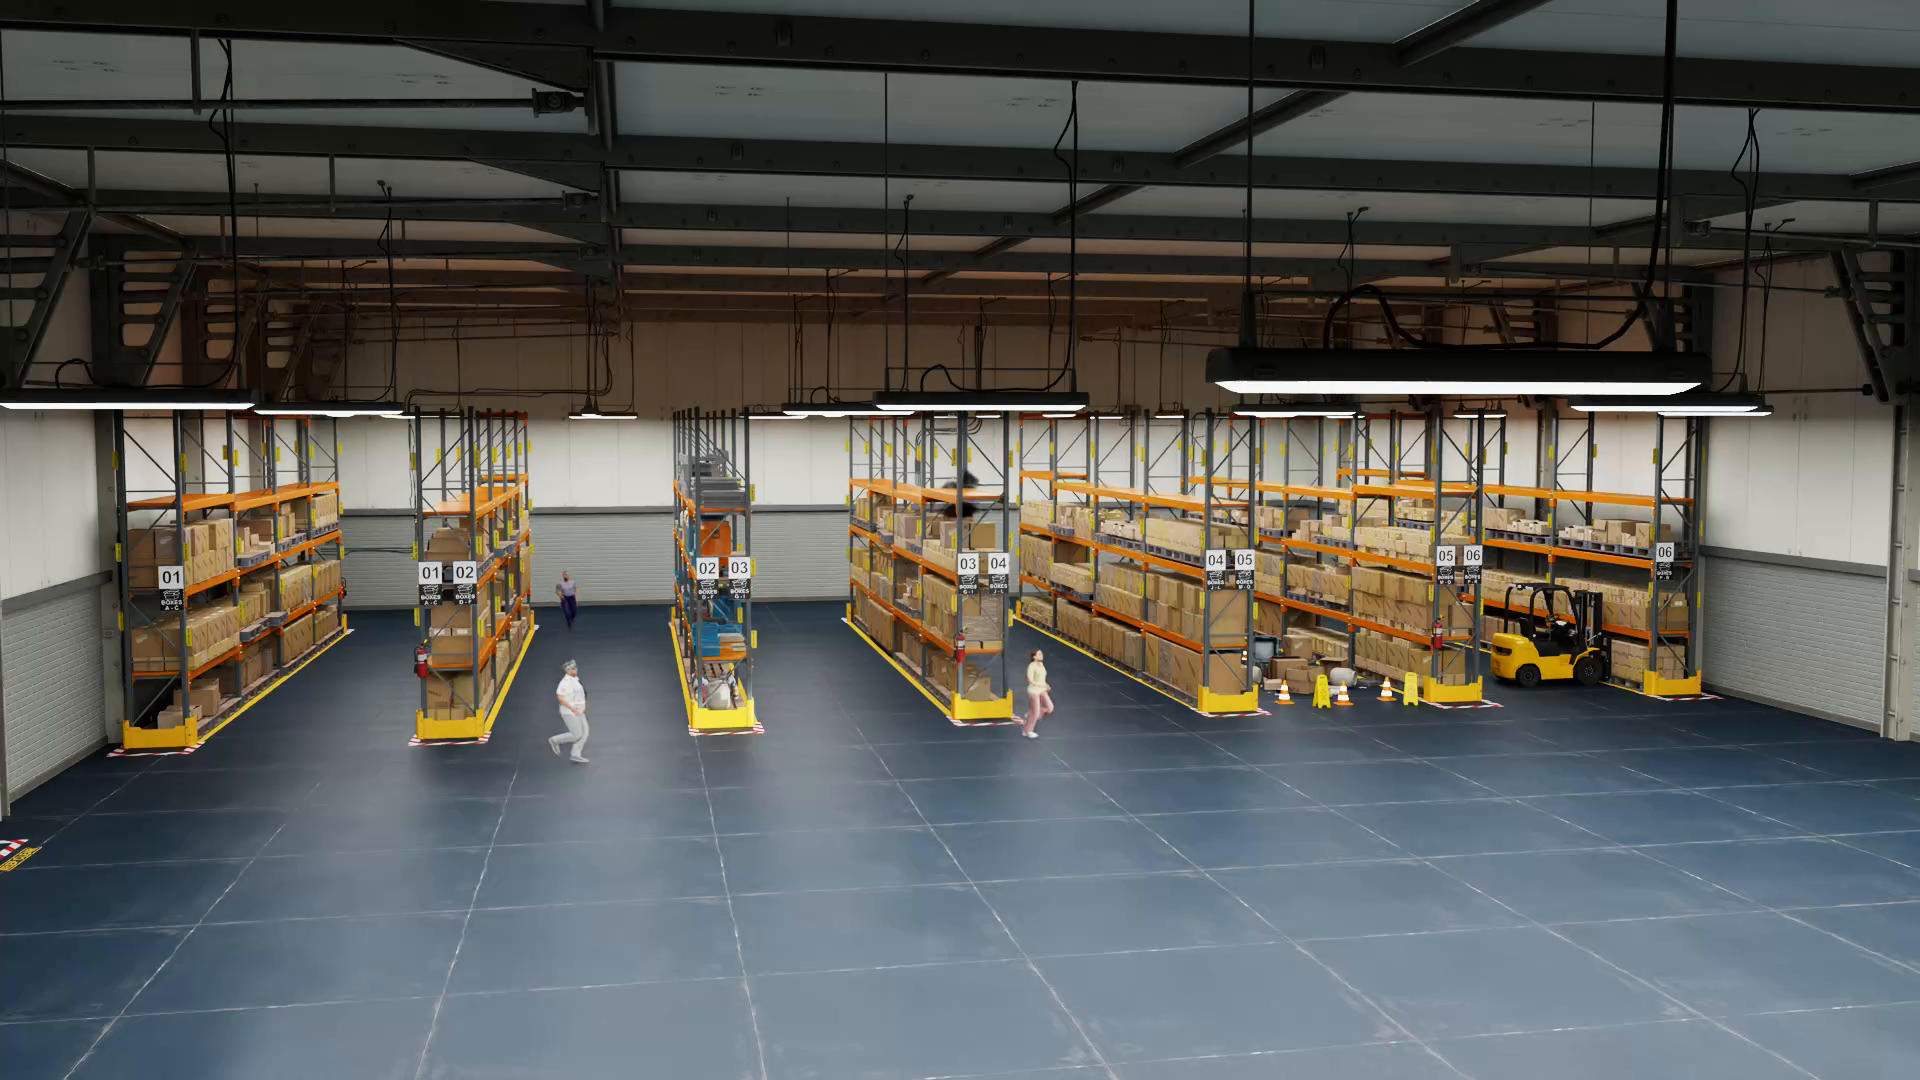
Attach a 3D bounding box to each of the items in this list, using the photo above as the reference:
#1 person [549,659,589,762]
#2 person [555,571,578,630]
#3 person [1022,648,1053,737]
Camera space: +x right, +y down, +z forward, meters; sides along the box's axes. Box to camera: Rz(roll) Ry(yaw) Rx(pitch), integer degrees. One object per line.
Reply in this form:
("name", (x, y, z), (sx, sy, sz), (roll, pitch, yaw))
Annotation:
("person", (-6.571, 2.873, 27.986), (0.644, 1.748, 0.669), (1, 4, 8))
("person", (-10.879, 1.669, 45.985), (0.628, 1.611, 0.583), (-2, 4, -25))
("person", (1.421, 2.771, 30.167), (0.613, 1.611, 0.611), (3, 5, 33))
